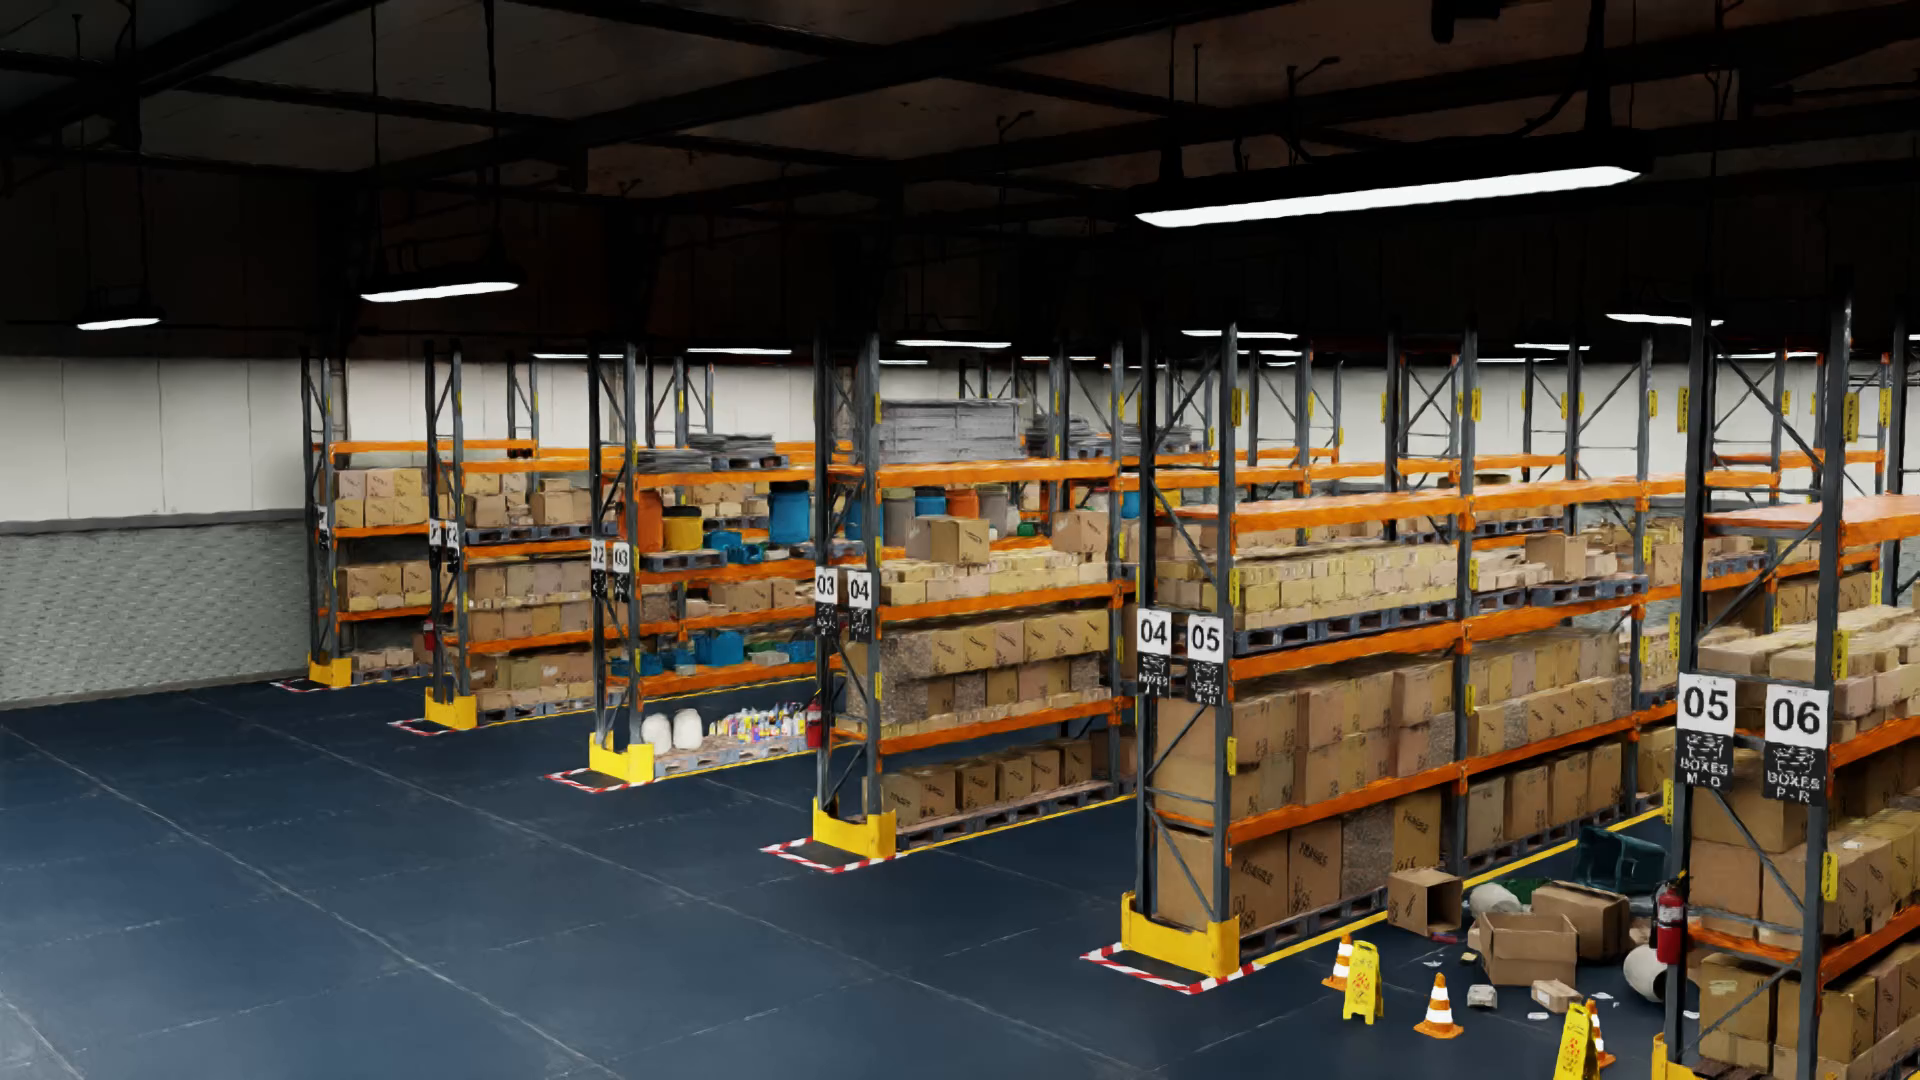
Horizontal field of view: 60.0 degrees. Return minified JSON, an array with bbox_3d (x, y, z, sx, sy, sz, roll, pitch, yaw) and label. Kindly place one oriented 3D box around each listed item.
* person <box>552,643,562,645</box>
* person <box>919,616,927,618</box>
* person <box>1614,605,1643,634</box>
[{"bbox_3d":[-7.433,1.592,30.520,0.515,1.778,0.635,2,5,19],"label":"person"},{"bbox_3d":[-0.485,1.660,30.975,0.782,1.580,0.584,-4,6,-37],"label":"person"},{"bbox_3d":[10.817,1.884,27.011,0.626,1.788,0.544,-2,6,-26],"label":"person"}]
